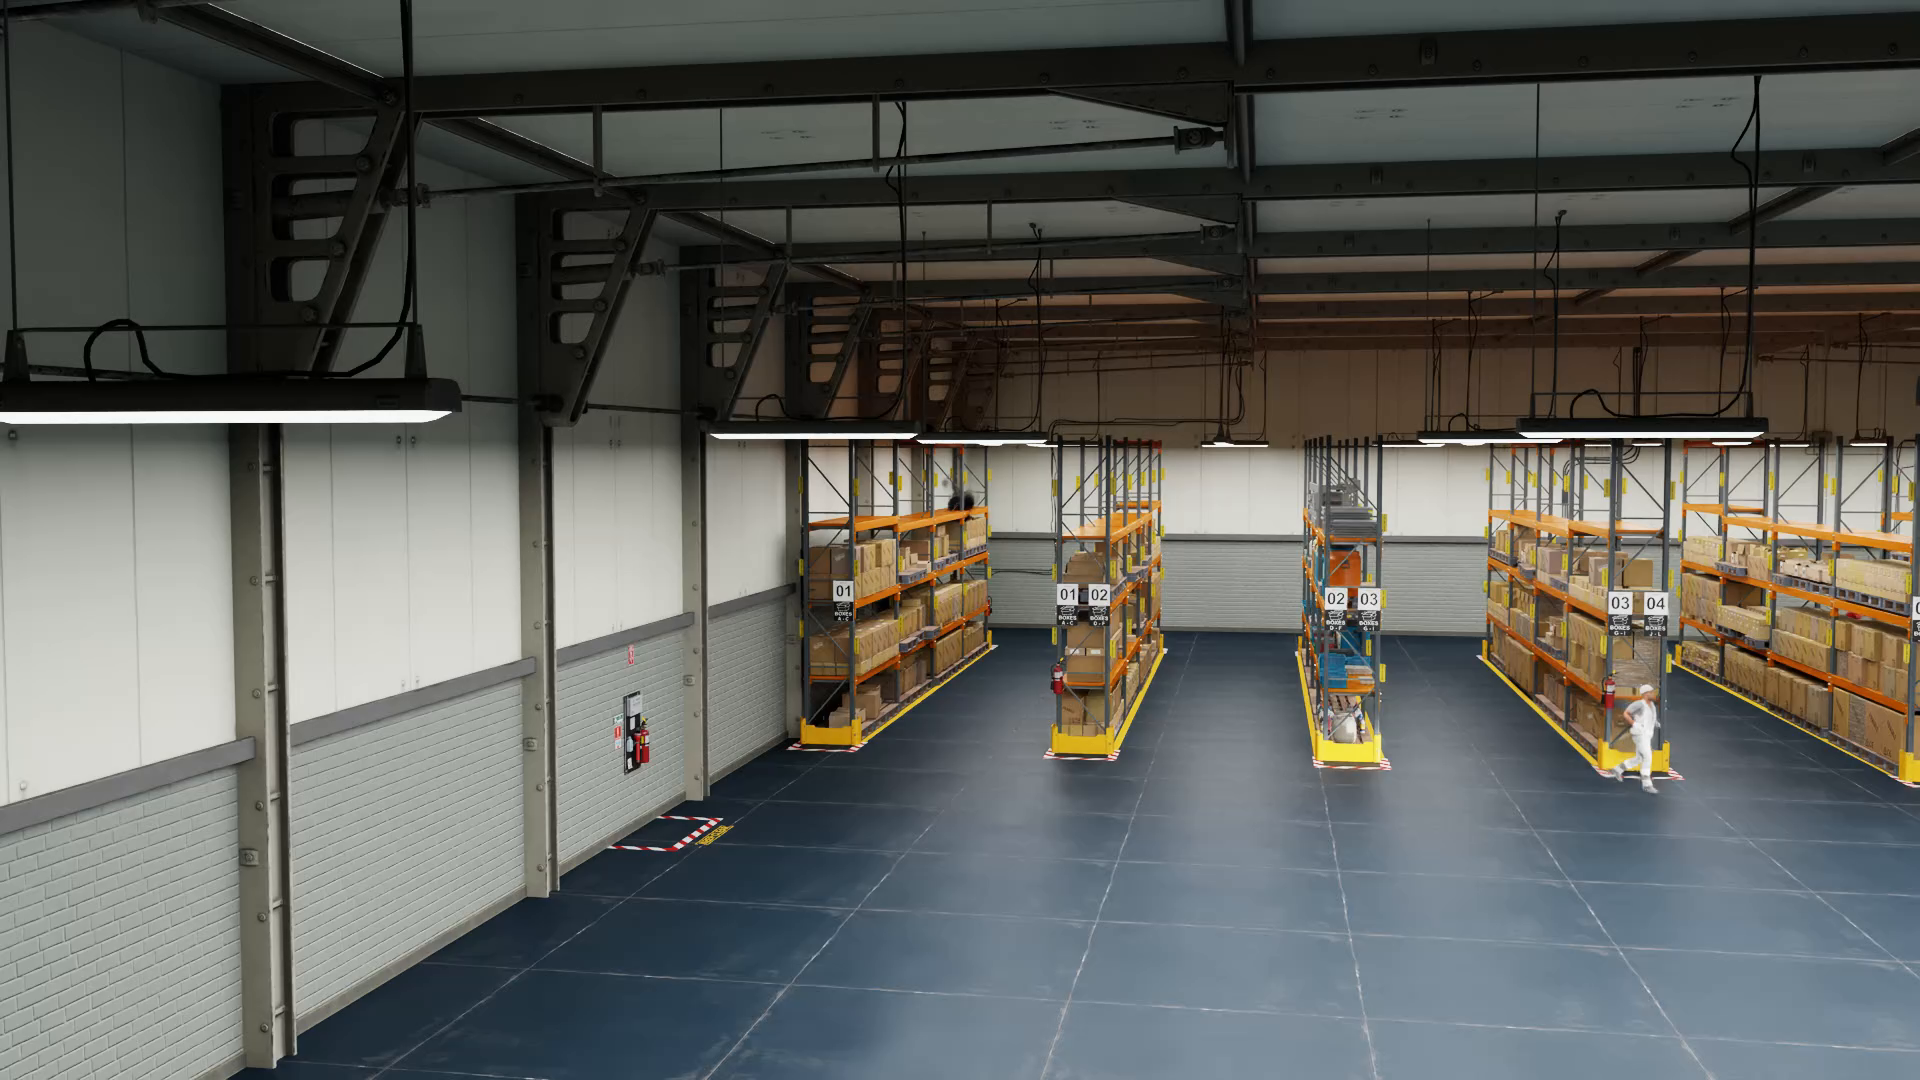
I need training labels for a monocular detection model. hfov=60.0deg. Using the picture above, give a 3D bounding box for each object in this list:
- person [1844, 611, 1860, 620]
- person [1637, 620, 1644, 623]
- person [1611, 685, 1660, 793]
[{"bbox_3d":[24.197,2.451,45.090,0.702,1.678,0.738,1,3,14],"label":"person"},{"bbox_3d":[17.803,2.516,43.521,0.683,1.750,0.648,1,3,18],"label":"person"},{"bbox_3d":[11.552,3.333,28.203,0.696,1.774,0.895,-2,4,-38],"label":"person"}]
